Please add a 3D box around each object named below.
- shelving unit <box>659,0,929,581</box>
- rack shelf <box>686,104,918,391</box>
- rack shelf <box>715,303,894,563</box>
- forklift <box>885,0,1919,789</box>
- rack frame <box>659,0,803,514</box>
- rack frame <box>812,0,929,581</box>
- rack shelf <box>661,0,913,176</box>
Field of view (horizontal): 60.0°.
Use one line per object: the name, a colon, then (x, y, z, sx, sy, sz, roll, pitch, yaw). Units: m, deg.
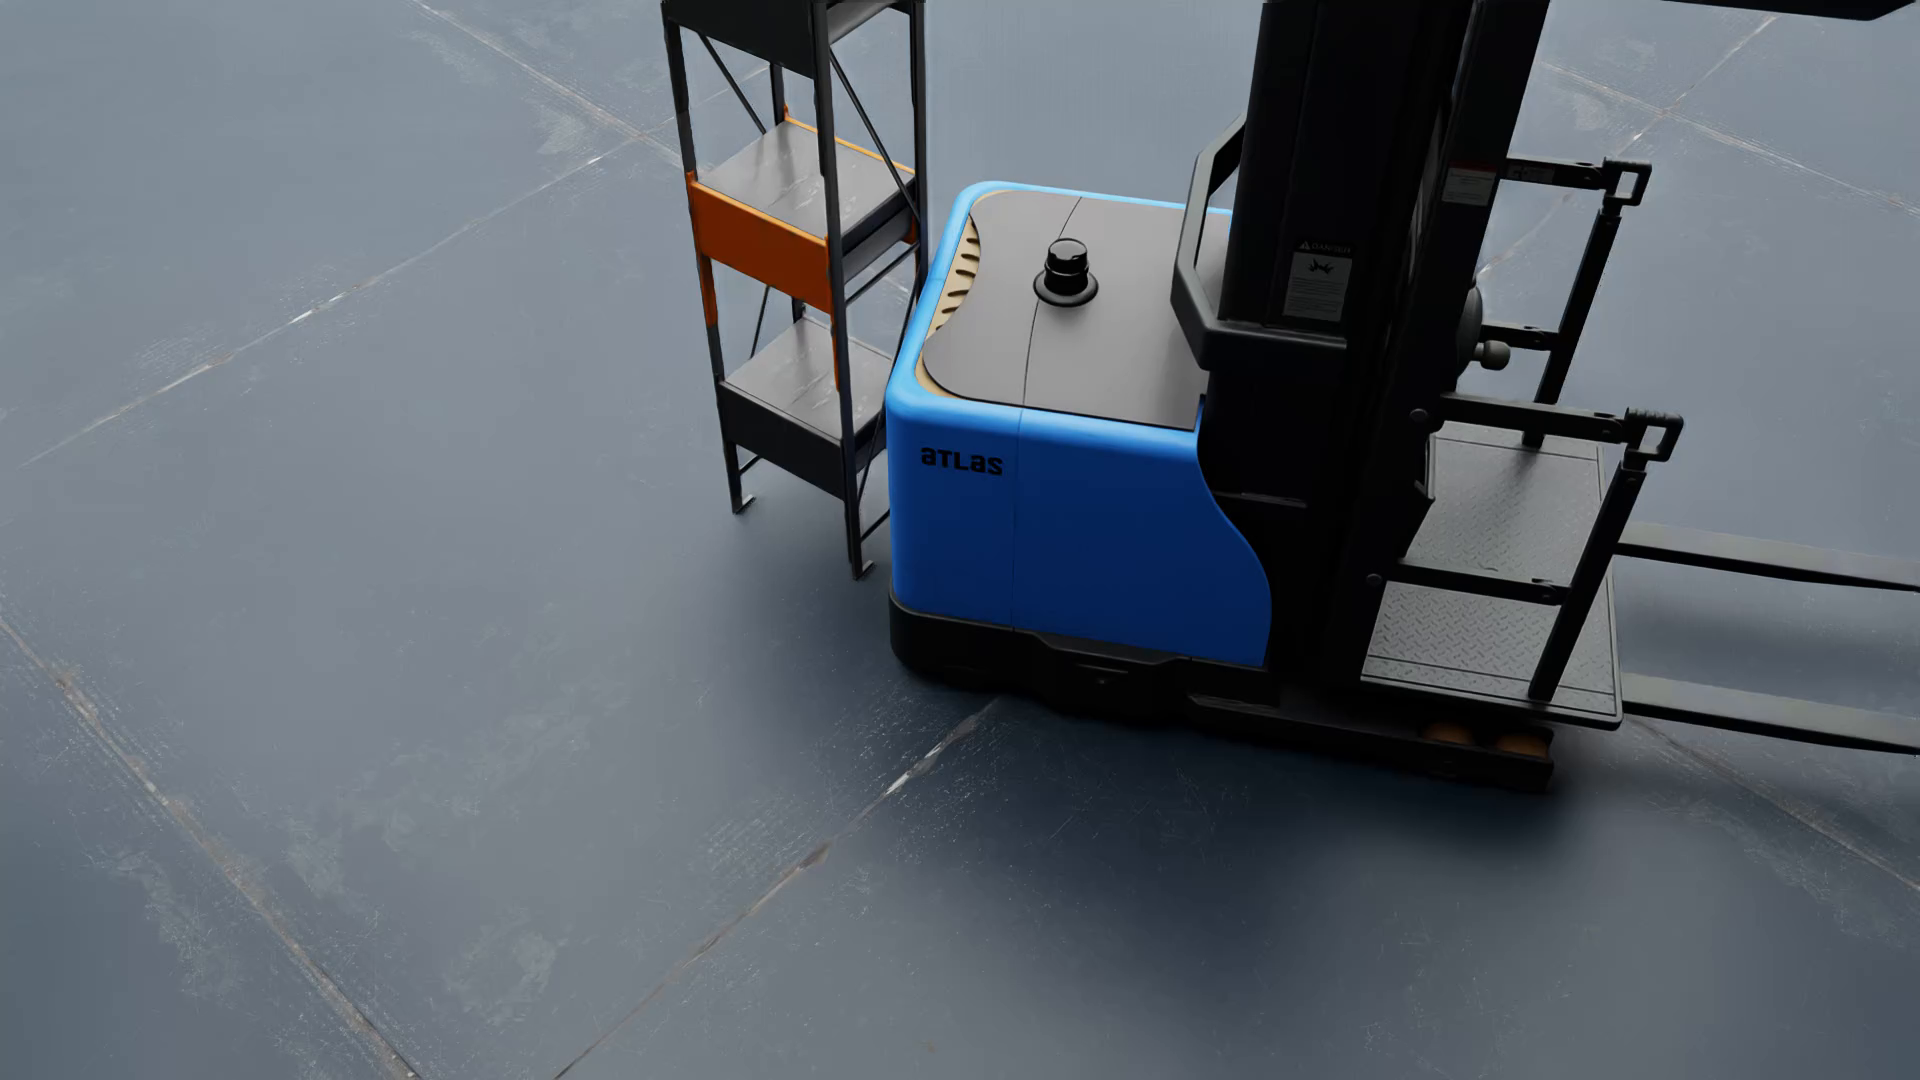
shelving unit: (-0.408, -0.817, 4.577, 0.503, 2.100, 0.431, 28, 53, 24)
rack shelf: (-0.408, -0.808, 4.587, 0.480, 0.518, 0.431, 28, 53, 24)
rack shelf: (-0.408, -0.329, 5.097, 0.480, 0.518, 0.431, 28, 53, 24)
forklift: (1.368, -0.741, 3.935, 3.031, 2.935, 1.130, 9, 47, 8)
rack frame: (-0.606, -0.921, 4.675, 0.015, 2.100, 0.400, 28, 53, 24)
rack frame: (-0.210, -0.713, 4.480, 0.015, 2.100, 0.400, 28, 53, 24)
rack shelf: (-0.408, -1.287, 4.077, 0.480, 0.518, 0.431, 28, 53, 24)
